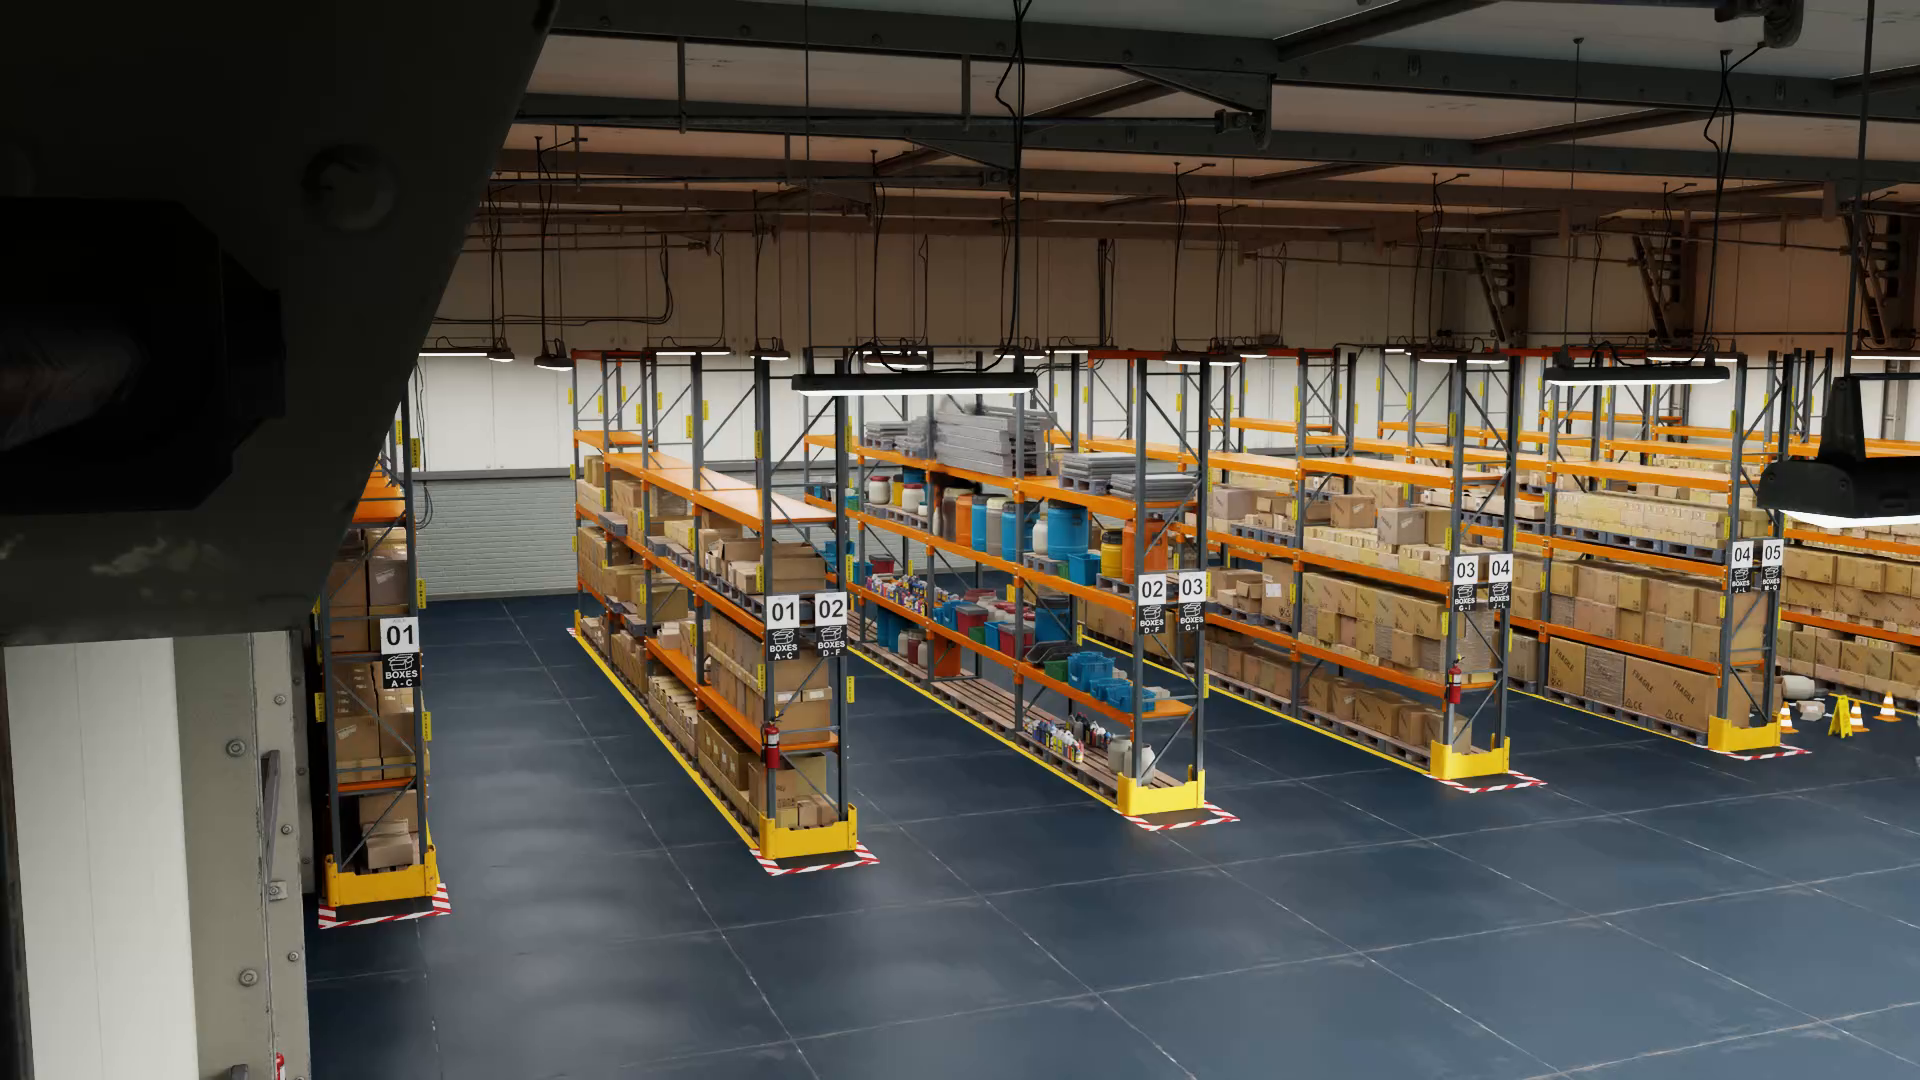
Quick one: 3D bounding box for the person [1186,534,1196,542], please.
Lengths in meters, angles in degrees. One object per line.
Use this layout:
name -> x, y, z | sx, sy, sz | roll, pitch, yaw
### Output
person -> 5.297, 0.737, 38.099 | 0.704, 1.830, 0.727 | -2, 7, -18

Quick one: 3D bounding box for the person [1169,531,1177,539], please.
person -> 5.151, 0.458, 41.175 | 0.523, 1.531, 0.789 | -6, 9, -39
